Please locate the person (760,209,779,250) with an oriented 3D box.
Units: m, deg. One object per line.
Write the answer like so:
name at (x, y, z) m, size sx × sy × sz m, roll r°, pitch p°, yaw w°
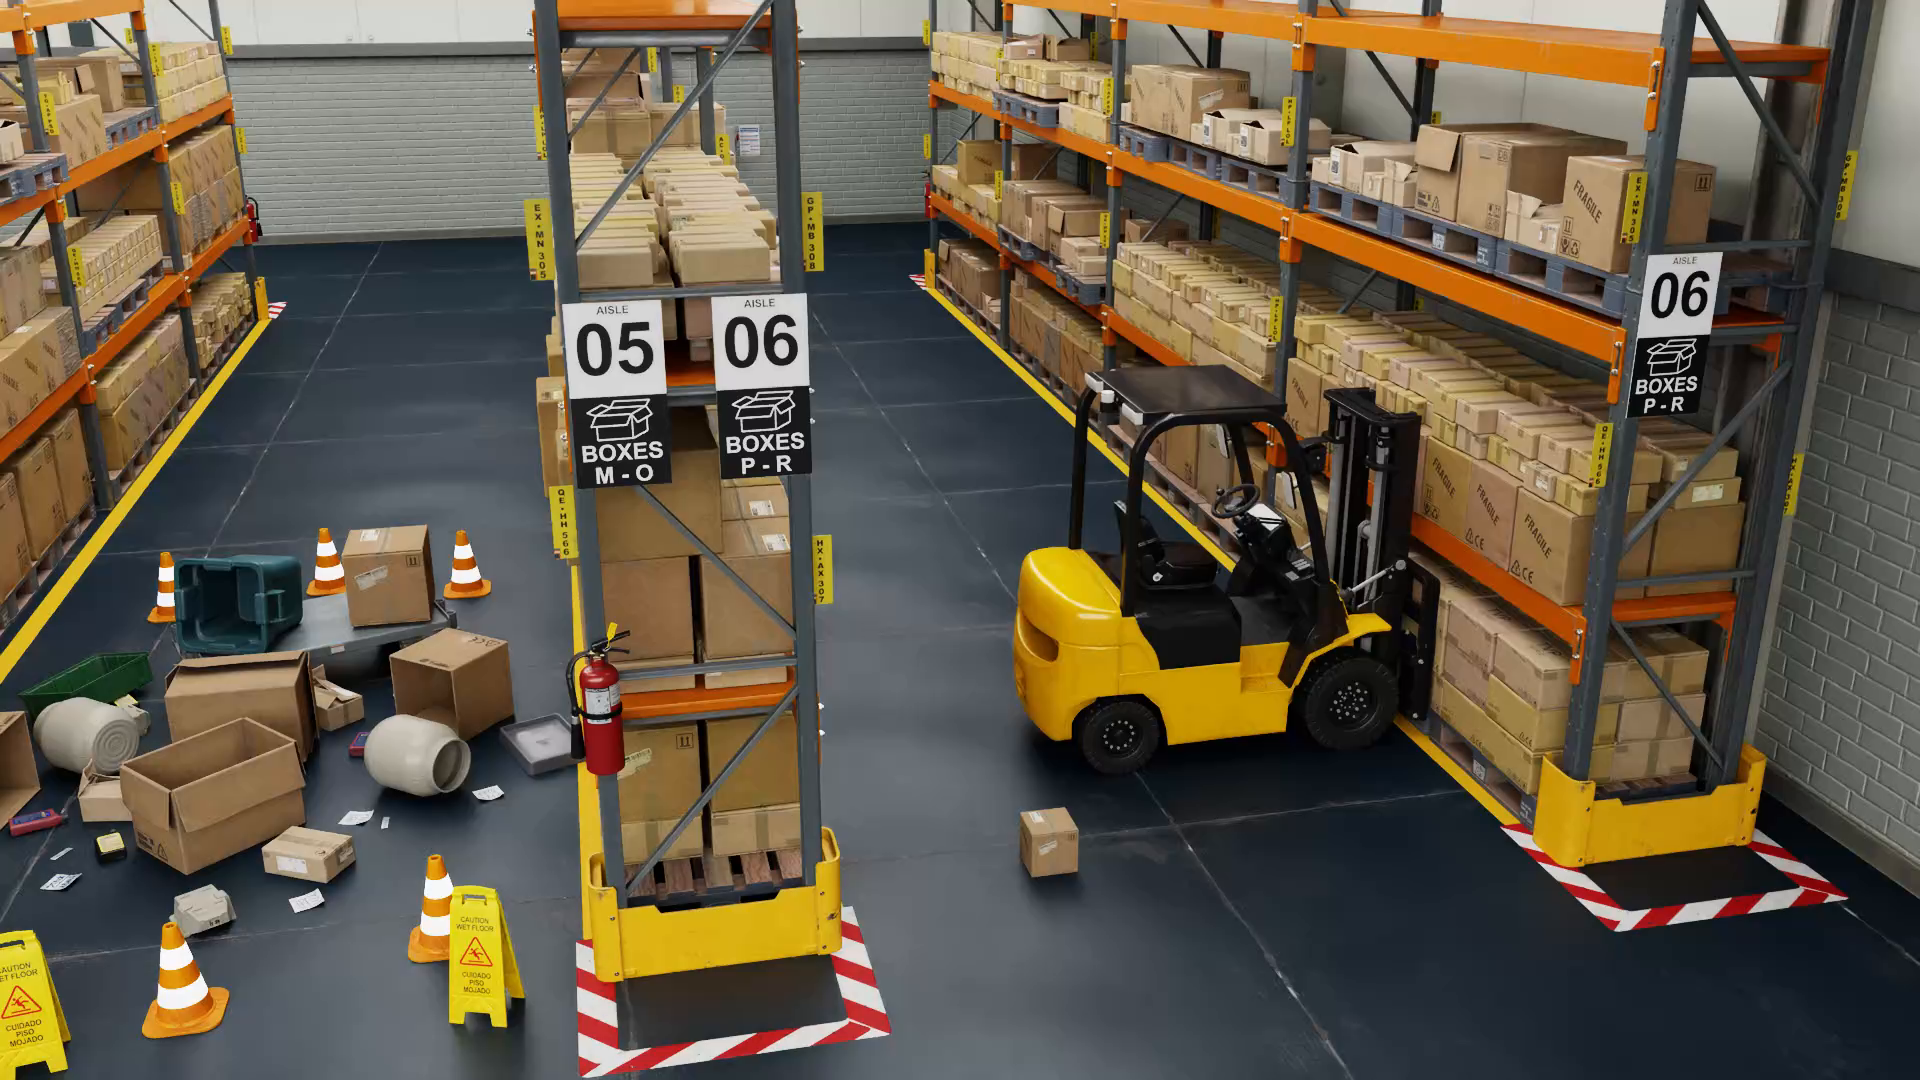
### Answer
person at (-2.314, -3.078, 19.595) m, size 0.507 × 1.644 × 0.954 m, roll -5°, pitch 20°, yaw -14°
